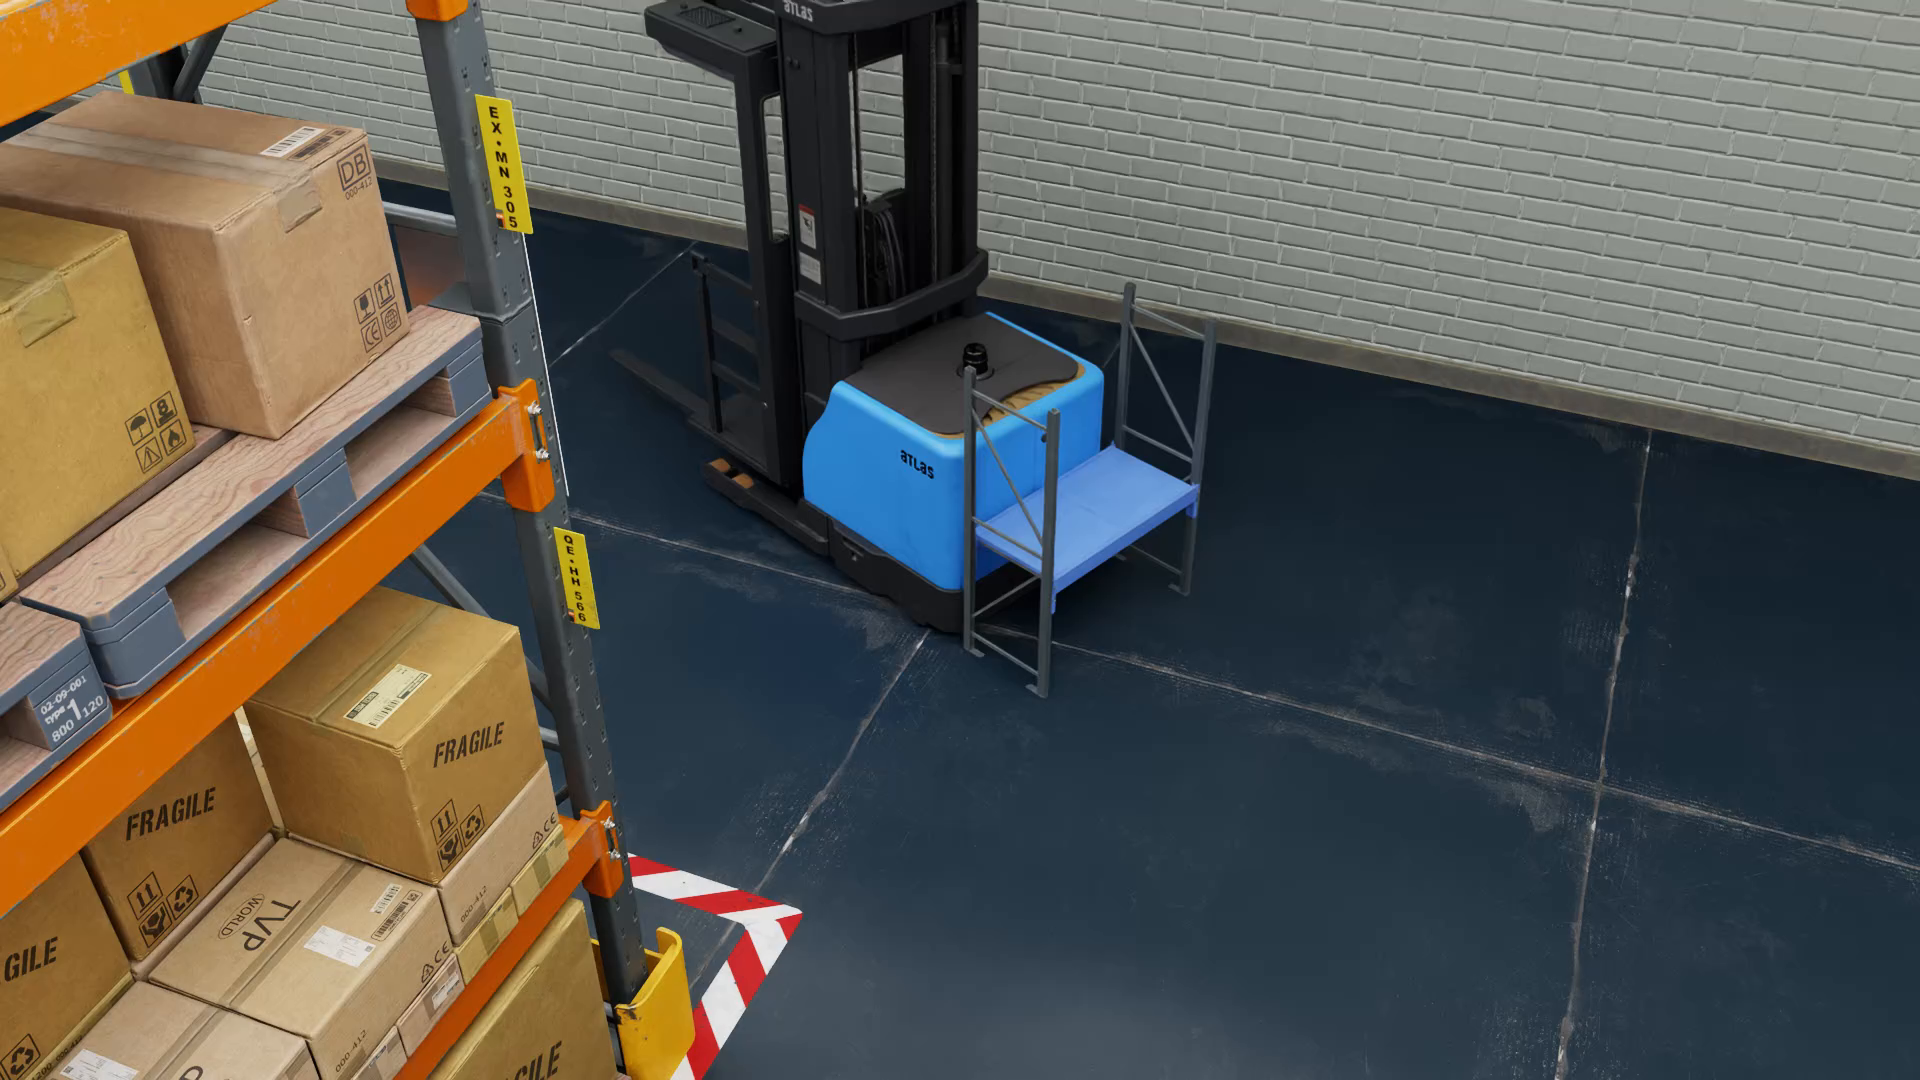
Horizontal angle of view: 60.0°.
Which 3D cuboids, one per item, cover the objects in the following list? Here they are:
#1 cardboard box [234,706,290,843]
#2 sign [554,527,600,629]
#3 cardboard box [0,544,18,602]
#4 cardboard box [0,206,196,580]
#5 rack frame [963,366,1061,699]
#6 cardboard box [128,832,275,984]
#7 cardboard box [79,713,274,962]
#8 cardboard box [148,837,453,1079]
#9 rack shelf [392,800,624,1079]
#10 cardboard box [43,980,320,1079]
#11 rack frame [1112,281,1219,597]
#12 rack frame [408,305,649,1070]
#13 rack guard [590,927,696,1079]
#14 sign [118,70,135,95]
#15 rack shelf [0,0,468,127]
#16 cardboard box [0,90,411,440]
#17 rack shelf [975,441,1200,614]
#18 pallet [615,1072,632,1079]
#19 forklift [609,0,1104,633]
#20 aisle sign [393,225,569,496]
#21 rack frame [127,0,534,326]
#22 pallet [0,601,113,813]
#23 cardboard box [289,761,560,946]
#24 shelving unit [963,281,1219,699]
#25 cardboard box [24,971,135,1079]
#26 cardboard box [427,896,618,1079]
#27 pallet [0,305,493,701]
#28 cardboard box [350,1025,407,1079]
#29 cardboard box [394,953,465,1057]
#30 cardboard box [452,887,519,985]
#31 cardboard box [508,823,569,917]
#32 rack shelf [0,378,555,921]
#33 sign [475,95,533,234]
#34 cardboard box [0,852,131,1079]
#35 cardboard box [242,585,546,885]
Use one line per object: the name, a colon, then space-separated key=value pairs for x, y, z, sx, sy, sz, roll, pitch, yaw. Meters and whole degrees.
cardboard box: x=-1.977 y=0.679 z=4.814 sx=0.500 sy=0.250 sz=0.500 roll=13 pitch=39 yaw=17
sign: x=-1.048 y=0.107 z=4.539 sx=0.100 sy=0.325 sz=0.005 roll=14 pitch=39 yaw=18
cardboard box: x=-2.170 y=-0.034 z=2.869 sx=0.700 sy=0.500 sz=0.500 roll=11 pitch=38 yaw=15
cardboard box: x=-2.018 y=-0.332 z=3.267 sx=0.700 sy=0.500 sz=0.500 roll=12 pitch=39 yaw=16
rack frame: x=0.206 y=-0.003 z=7.103 sx=0.500 sy=1.500 sz=0.032 roll=30 pitch=46 yaw=34
cardboard box: x=-2.169 y=0.968 z=4.427 sx=0.500 sy=0.250 sz=0.500 roll=13 pitch=39 yaw=17
cardboard box: x=-2.167 y=0.656 z=4.220 sx=0.500 sy=0.500 sz=0.500 roll=13 pitch=39 yaw=17
cardboard box: x=-1.677 y=1.084 z=4.272 sx=0.500 sy=0.250 sz=0.500 roll=13 pitch=39 yaw=17
rack shelf: x=-2.306 y=1.929 z=3.866 sx=1.077 sy=0.370 sz=4.000 roll=14 pitch=39 yaw=18
cardboard box: x=-1.870 y=1.366 z=3.895 sx=0.500 sy=0.250 sz=0.500 roll=13 pitch=39 yaw=16
rack frame: x=0.917 y=-0.438 z=7.685 sx=0.500 sy=1.500 sz=0.032 roll=30 pitch=46 yaw=34
rack frame: x=-1.545 y=0.534 z=5.132 sx=1.000 sy=3.000 sz=0.127 roll=14 pitch=39 yaw=18
rack guard: x=-1.535 y=1.522 z=5.898 sx=1.175 sy=0.500 sz=0.348 roll=14 pitch=39 yaw=18
sign: x=-2.056 y=-1.179 z=4.122 sx=0.100 sy=0.325 sz=0.005 roll=14 pitch=39 yaw=18
rack shelf: x=-2.306 y=-0.313 z=2.189 sx=1.077 sy=0.370 sz=4.000 roll=14 pitch=39 yaw=18
cardboard box: x=-1.693 y=-0.616 z=3.647 sx=0.700 sy=0.500 sz=0.500 roll=12 pitch=38 yaw=15
rack shelf: x=0.561 y=-0.076 z=7.501 sx=0.538 sy=0.185 sz=1.000 roll=30 pitch=46 yaw=34
pallet: x=-1.776 y=2.111 z=5.351 sx=1.003 sy=0.211 sz=1.213 roll=14 pitch=39 yaw=18
forklift: x=-0.701 y=-1.536 z=7.958 sx=1.130 sy=2.935 sz=3.031 roll=-30 pitch=46 yaw=-34
aisle sign: x=-1.240 y=-0.479 z=4.315 sx=0.394 sy=0.787 sz=0.004 roll=14 pitch=39 yaw=18
rack frame: x=-1.545 y=-1.869 z=3.336 sx=1.000 sy=3.000 sz=0.127 roll=14 pitch=39 yaw=18
pallet: x=-2.280 y=0.459 z=2.801 sx=1.003 sy=0.211 sz=1.213 roll=14 pitch=39 yaw=18
cardboard box: x=-1.484 y=0.804 z=4.648 sx=0.500 sy=0.250 sz=0.500 roll=13 pitch=39 yaw=17
shelving unit: x=0.561 y=-0.220 z=7.394 sx=0.538 sy=1.500 sz=1.048 roll=30 pitch=46 yaw=34
cardboard box: x=-2.363 y=1.246 z=4.056 sx=0.500 sy=0.250 sz=0.500 roll=13 pitch=39 yaw=16
cardboard box: x=-1.714 y=1.589 z=5.144 sx=0.875 sy=0.875 sz=0.875 roll=14 pitch=39 yaw=18
pallet: x=-1.817 y=-0.219 z=3.708 sx=1.003 sy=0.211 sz=1.213 roll=14 pitch=39 yaw=18
cardboard box: x=-1.666 y=1.328 z=4.279 sx=0.380 sy=0.149 sz=0.250 roll=15 pitch=39 yaw=19
cardboard box: x=-1.570 y=1.190 z=4.463 sx=0.380 sy=0.149 sz=0.250 roll=14 pitch=39 yaw=18
cardboard box: x=-1.473 y=1.051 z=4.650 sx=0.380 sy=0.149 sz=0.250 roll=14 pitch=39 yaw=18
cardboard box: x=-1.376 y=0.907 z=4.843 sx=0.380 sy=0.149 sz=0.250 roll=15 pitch=39 yaw=19
rack shelf: x=-2.306 y=0.728 z=2.968 sx=1.077 sy=0.370 sz=4.000 roll=14 pitch=39 yaw=18
sign: x=-1.048 y=-0.859 z=3.817 sx=0.100 sy=0.325 sz=0.005 roll=14 pitch=39 yaw=18
cardboard box: x=-2.359 y=0.944 z=3.834 sx=0.500 sy=0.500 sz=0.500 roll=13 pitch=39 yaw=17
cardboard box: x=-1.487 y=0.504 z=4.422 sx=0.500 sy=0.500 sz=0.500 roll=14 pitch=39 yaw=18
